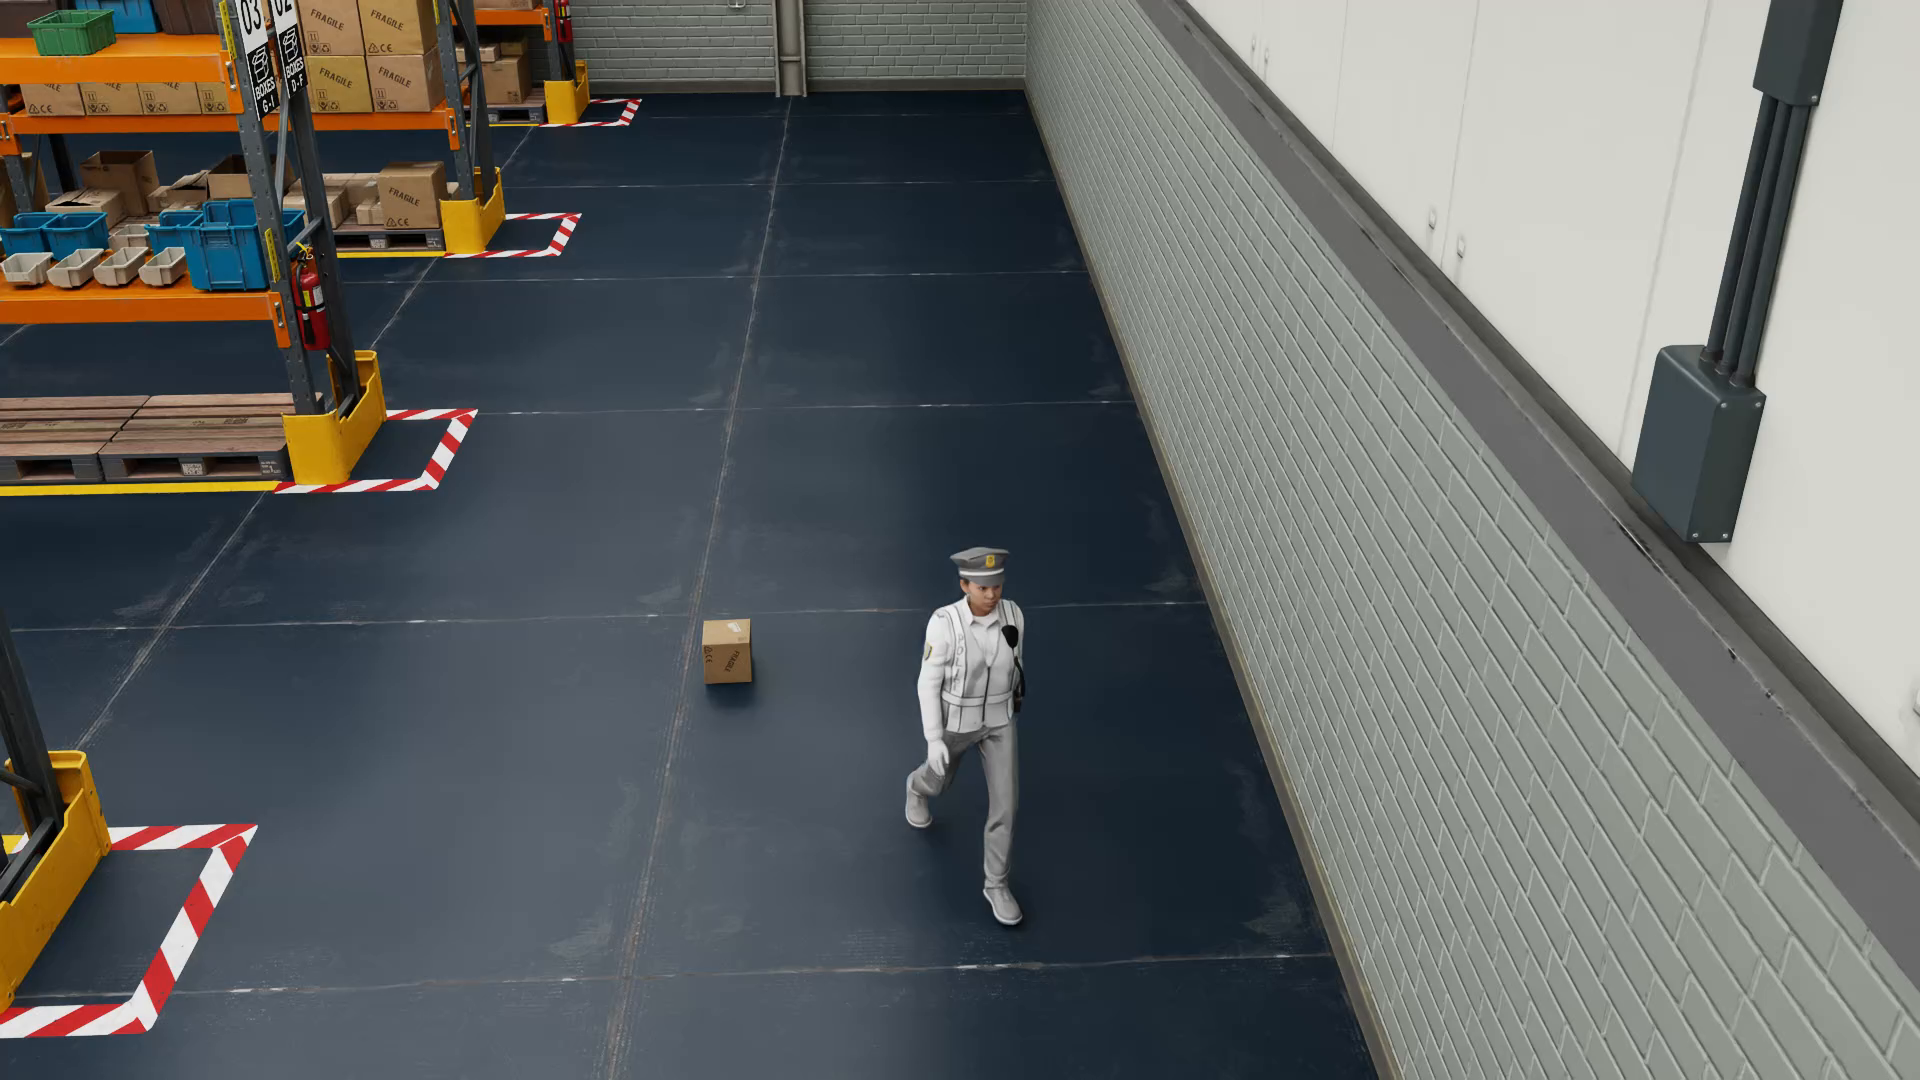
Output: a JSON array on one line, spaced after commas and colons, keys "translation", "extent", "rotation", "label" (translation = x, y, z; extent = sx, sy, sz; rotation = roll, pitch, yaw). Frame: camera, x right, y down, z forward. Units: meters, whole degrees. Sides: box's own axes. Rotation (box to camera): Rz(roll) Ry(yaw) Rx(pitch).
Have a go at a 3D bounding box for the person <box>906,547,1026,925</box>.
[{"translation": [0.045, 0.741, 7.168], "extent": [0.501, 1.647, 0.956], "rotation": [-8, 29, -15], "label": "person"}]
